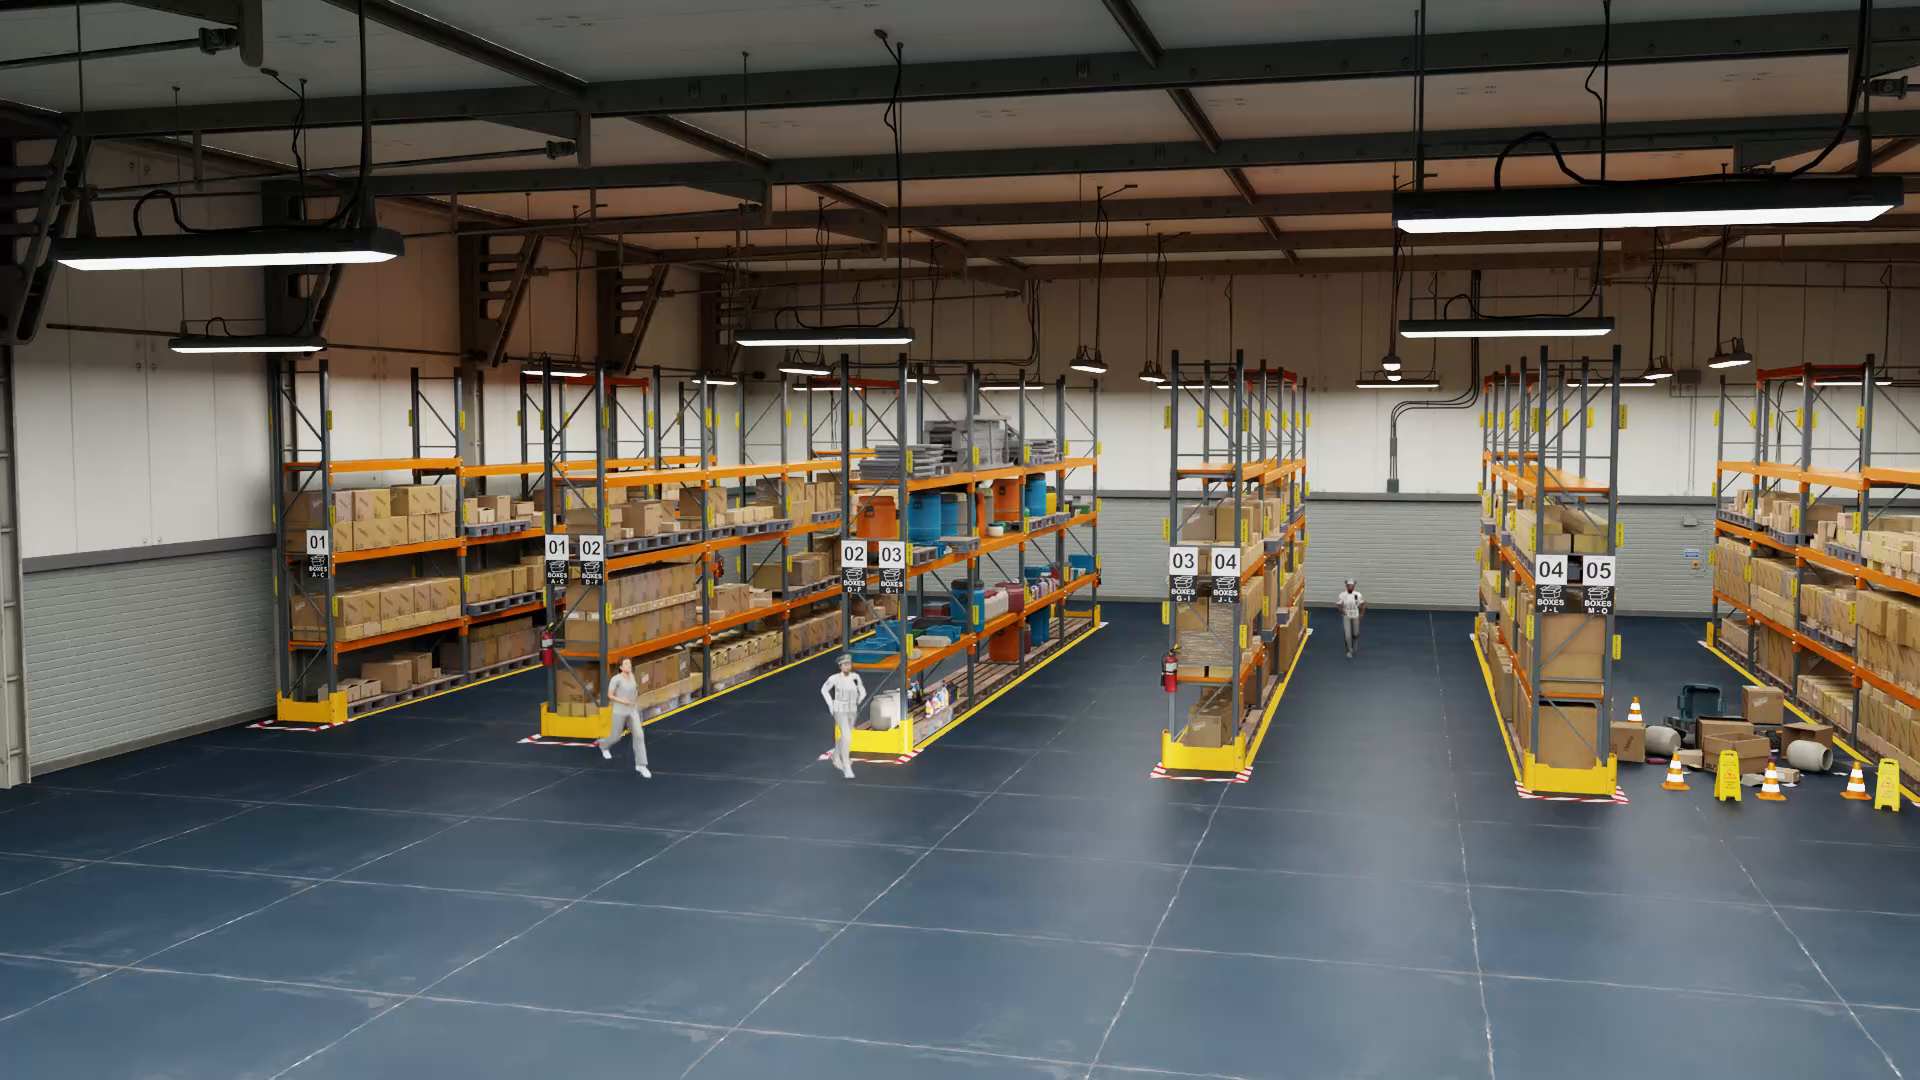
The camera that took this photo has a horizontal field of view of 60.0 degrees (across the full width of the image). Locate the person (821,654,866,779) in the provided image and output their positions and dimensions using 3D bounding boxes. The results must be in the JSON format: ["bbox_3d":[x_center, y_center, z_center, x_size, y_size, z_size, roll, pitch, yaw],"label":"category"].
[{"bbox_3d":[-1.637,2.471,23.561,0.599,1.747,0.753,-3,5,-32],"label":"person"}]

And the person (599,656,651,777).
[{"bbox_3d":[-4.797,2.480,23.637,0.535,1.674,1.126,-4,6,-43],"label":"person"}]

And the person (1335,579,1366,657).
[{"bbox_3d":[8.271,1.651,35.215,0.629,1.662,0.539,1,4,9],"label":"person"}]
